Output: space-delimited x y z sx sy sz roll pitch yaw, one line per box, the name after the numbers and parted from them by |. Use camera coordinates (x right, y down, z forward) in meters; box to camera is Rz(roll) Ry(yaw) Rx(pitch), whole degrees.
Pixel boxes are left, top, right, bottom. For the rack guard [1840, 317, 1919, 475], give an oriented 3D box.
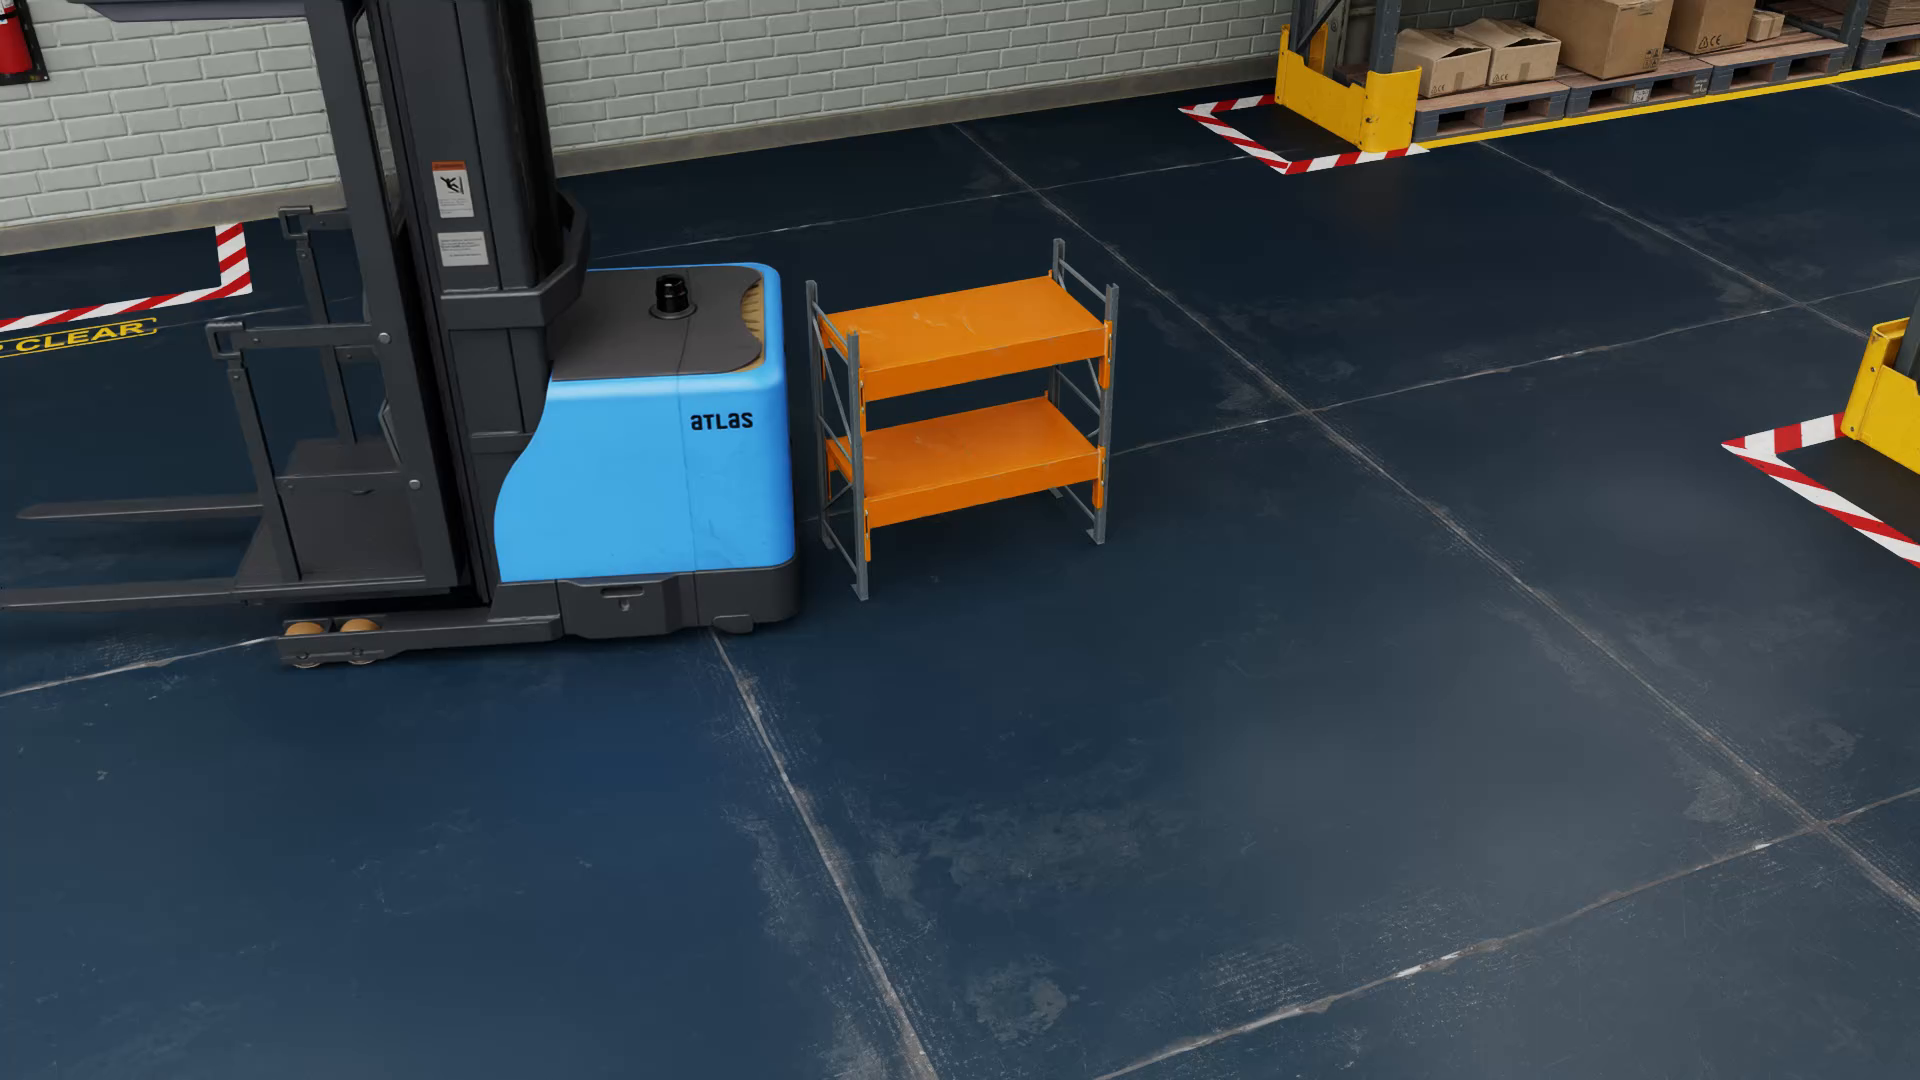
4.341 -0.462 7.002 0.348 0.500 1.175 -13 35 -19 | rack guard

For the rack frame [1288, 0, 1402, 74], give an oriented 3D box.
2.442 -4.005 10.155 0.127 3.000 1.000 -13 35 -19 | rack frame

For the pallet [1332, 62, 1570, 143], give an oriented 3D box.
3.275 -3.006 11.176 1.213 0.211 1.003 -13 35 -19 | pallet

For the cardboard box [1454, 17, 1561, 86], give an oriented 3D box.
3.640 -3.284 11.108 0.500 0.311 0.500 -10 34 -15 | cardboard box

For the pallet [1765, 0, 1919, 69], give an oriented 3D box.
6.847 -3.846 12.467 1.213 0.211 1.003 -13 35 -19 | pallet

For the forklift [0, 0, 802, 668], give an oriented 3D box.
-2.144 -1.068 5.704 3.031 2.935 1.130 -3 33 -5 | forklift

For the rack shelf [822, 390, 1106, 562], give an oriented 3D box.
0.006 -0.268 6.579 1.000 0.278 0.538 -13 35 -19 | rack shelf

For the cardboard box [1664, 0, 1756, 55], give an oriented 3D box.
5.188 -3.747 11.647 0.500 0.500 0.500 -16 36 -22 | cardboard box

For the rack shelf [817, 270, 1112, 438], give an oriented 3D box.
0.006 -0.718 6.286 1.000 0.278 0.538 -13 35 -19 | rack shelf

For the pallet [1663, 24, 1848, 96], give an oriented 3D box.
5.524 -3.521 11.968 1.213 0.211 1.003 -13 35 -19 | pallet

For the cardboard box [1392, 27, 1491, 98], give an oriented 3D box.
3.115 -3.163 10.923 0.500 0.311 0.500 -17 37 -24 | cardboard box

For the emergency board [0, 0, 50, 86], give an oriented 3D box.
-5.073 -2.818 8.331 0.643 1.169 0.194 -13 35 -19 | emergency board

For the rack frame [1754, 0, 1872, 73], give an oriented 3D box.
6.130 -4.849 11.453 0.127 3.000 1.000 -13 35 -19 | rack frame

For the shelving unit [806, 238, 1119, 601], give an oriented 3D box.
0.006 -0.473 6.445 1.048 1.125 0.538 -13 35 -19 | shelving unit

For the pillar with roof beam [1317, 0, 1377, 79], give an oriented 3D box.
4.419 -4.938 6.087 0.400 9.000 9.100 -13 35 -19 | pillar with roof beam

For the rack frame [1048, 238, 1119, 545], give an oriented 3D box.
0.475 -0.580 6.610 0.032 1.125 0.500 -13 35 -19 | rack frame

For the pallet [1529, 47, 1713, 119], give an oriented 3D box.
4.398 -3.261 11.569 1.213 0.211 1.003 -13 35 -19 | pallet

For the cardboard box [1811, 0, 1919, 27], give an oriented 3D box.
6.802 -4.150 12.266 0.500 0.500 0.700 -12 35 -17 | cardboard box

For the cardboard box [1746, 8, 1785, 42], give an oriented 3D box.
5.648 -3.718 11.909 0.250 0.166 0.380 -18 37 -25 | cardboard box

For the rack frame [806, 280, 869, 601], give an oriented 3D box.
-0.462 -0.366 6.280 0.032 1.125 0.500 -13 35 -19 | rack frame

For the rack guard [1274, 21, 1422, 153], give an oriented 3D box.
2.512 -2.973 10.861 0.348 0.500 1.175 -13 35 -19 | rack guard

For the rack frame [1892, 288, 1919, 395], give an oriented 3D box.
4.363 -1.515 6.328 0.127 3.000 1.000 -13 35 -19 | rack frame

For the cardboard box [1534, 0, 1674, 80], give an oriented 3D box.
4.336 -3.493 11.256 0.500 0.500 0.700 -15 36 -22 | cardboard box
